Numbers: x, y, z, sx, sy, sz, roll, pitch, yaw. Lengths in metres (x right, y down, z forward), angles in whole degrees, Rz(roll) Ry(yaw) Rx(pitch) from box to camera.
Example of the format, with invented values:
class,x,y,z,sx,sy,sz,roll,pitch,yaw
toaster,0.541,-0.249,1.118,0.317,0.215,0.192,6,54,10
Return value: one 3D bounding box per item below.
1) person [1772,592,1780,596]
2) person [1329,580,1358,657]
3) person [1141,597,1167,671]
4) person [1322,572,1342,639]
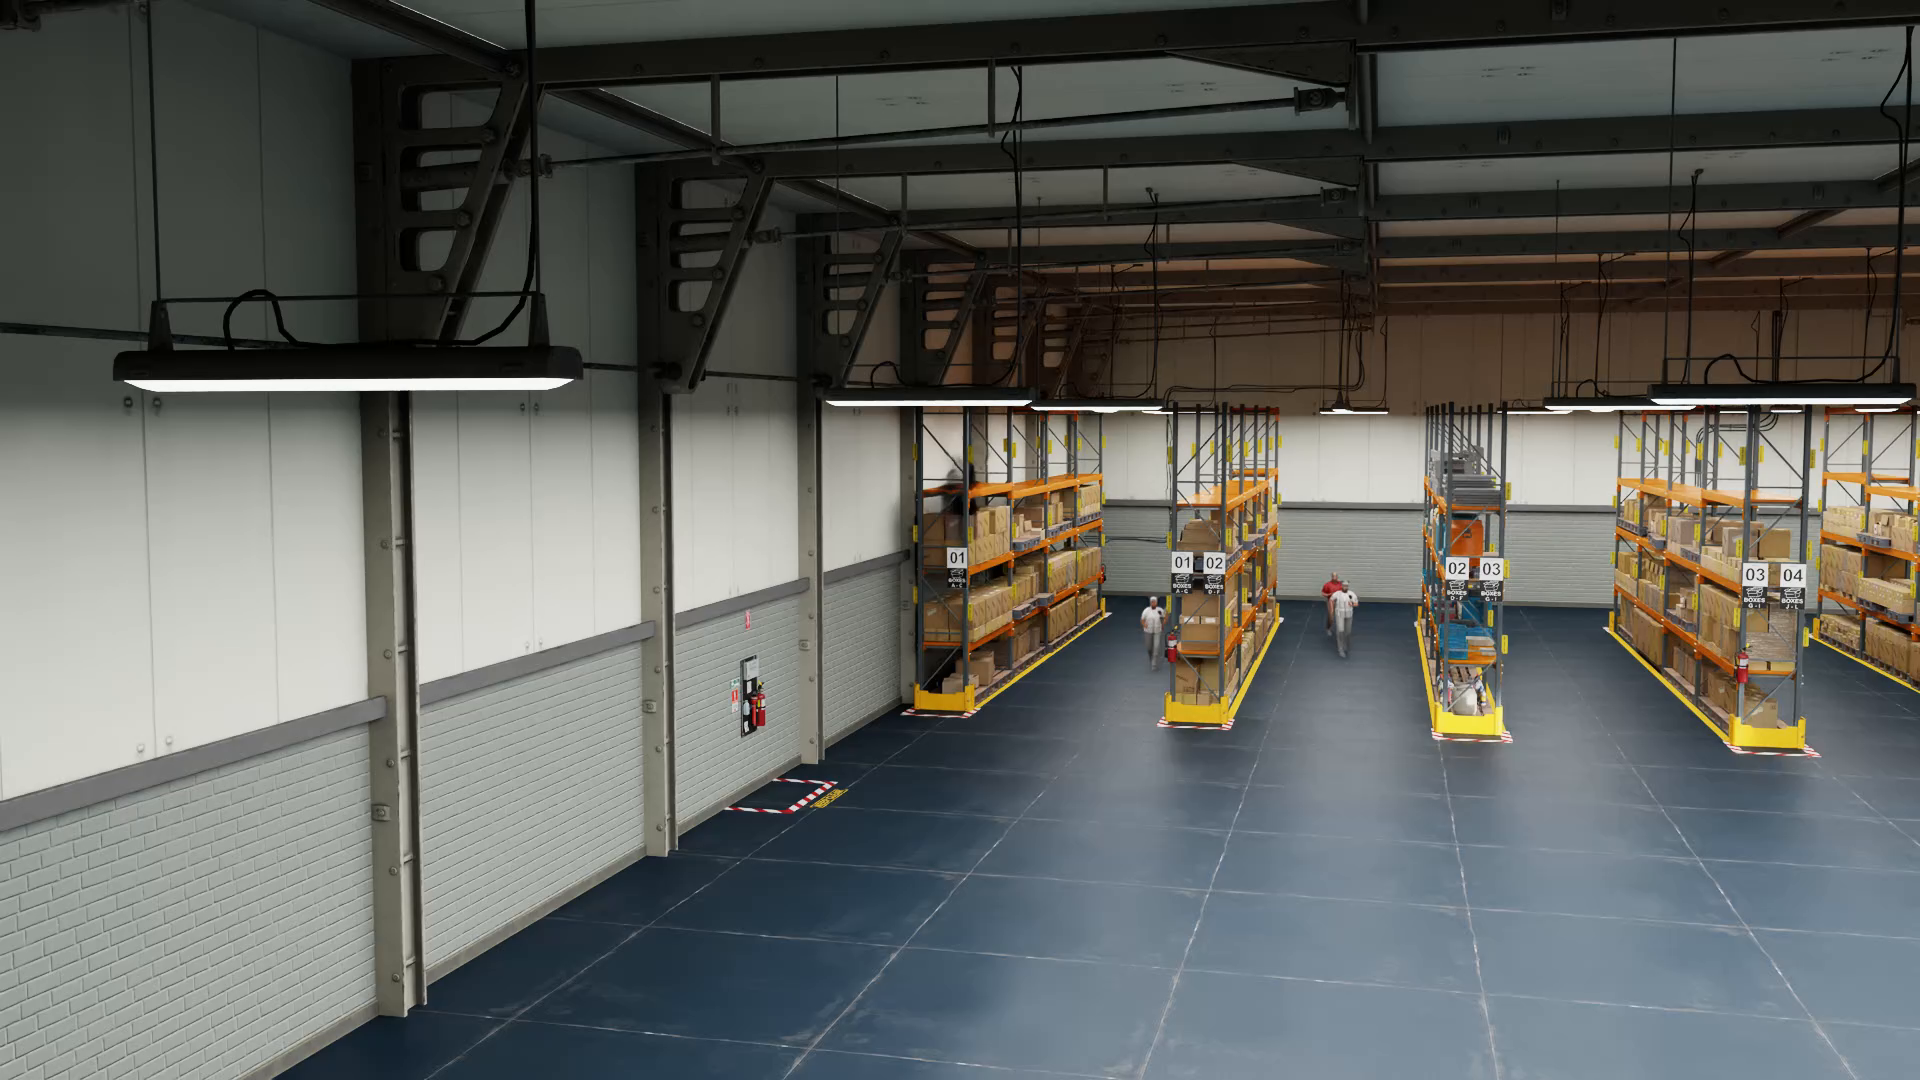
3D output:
class,x,y,z,sx,sy,sz,roll,pitch,yaw
person,20.818,1.695,42.784,0.772,1.713,1.081,2,4,20
person,9.287,1.860,40.187,0.645,1.823,0.870,0,4,1
person,4.415,2.122,37.883,0.607,1.657,0.841,1,4,9
person,9.609,1.690,42.685,0.659,1.738,0.966,0,4,-1
